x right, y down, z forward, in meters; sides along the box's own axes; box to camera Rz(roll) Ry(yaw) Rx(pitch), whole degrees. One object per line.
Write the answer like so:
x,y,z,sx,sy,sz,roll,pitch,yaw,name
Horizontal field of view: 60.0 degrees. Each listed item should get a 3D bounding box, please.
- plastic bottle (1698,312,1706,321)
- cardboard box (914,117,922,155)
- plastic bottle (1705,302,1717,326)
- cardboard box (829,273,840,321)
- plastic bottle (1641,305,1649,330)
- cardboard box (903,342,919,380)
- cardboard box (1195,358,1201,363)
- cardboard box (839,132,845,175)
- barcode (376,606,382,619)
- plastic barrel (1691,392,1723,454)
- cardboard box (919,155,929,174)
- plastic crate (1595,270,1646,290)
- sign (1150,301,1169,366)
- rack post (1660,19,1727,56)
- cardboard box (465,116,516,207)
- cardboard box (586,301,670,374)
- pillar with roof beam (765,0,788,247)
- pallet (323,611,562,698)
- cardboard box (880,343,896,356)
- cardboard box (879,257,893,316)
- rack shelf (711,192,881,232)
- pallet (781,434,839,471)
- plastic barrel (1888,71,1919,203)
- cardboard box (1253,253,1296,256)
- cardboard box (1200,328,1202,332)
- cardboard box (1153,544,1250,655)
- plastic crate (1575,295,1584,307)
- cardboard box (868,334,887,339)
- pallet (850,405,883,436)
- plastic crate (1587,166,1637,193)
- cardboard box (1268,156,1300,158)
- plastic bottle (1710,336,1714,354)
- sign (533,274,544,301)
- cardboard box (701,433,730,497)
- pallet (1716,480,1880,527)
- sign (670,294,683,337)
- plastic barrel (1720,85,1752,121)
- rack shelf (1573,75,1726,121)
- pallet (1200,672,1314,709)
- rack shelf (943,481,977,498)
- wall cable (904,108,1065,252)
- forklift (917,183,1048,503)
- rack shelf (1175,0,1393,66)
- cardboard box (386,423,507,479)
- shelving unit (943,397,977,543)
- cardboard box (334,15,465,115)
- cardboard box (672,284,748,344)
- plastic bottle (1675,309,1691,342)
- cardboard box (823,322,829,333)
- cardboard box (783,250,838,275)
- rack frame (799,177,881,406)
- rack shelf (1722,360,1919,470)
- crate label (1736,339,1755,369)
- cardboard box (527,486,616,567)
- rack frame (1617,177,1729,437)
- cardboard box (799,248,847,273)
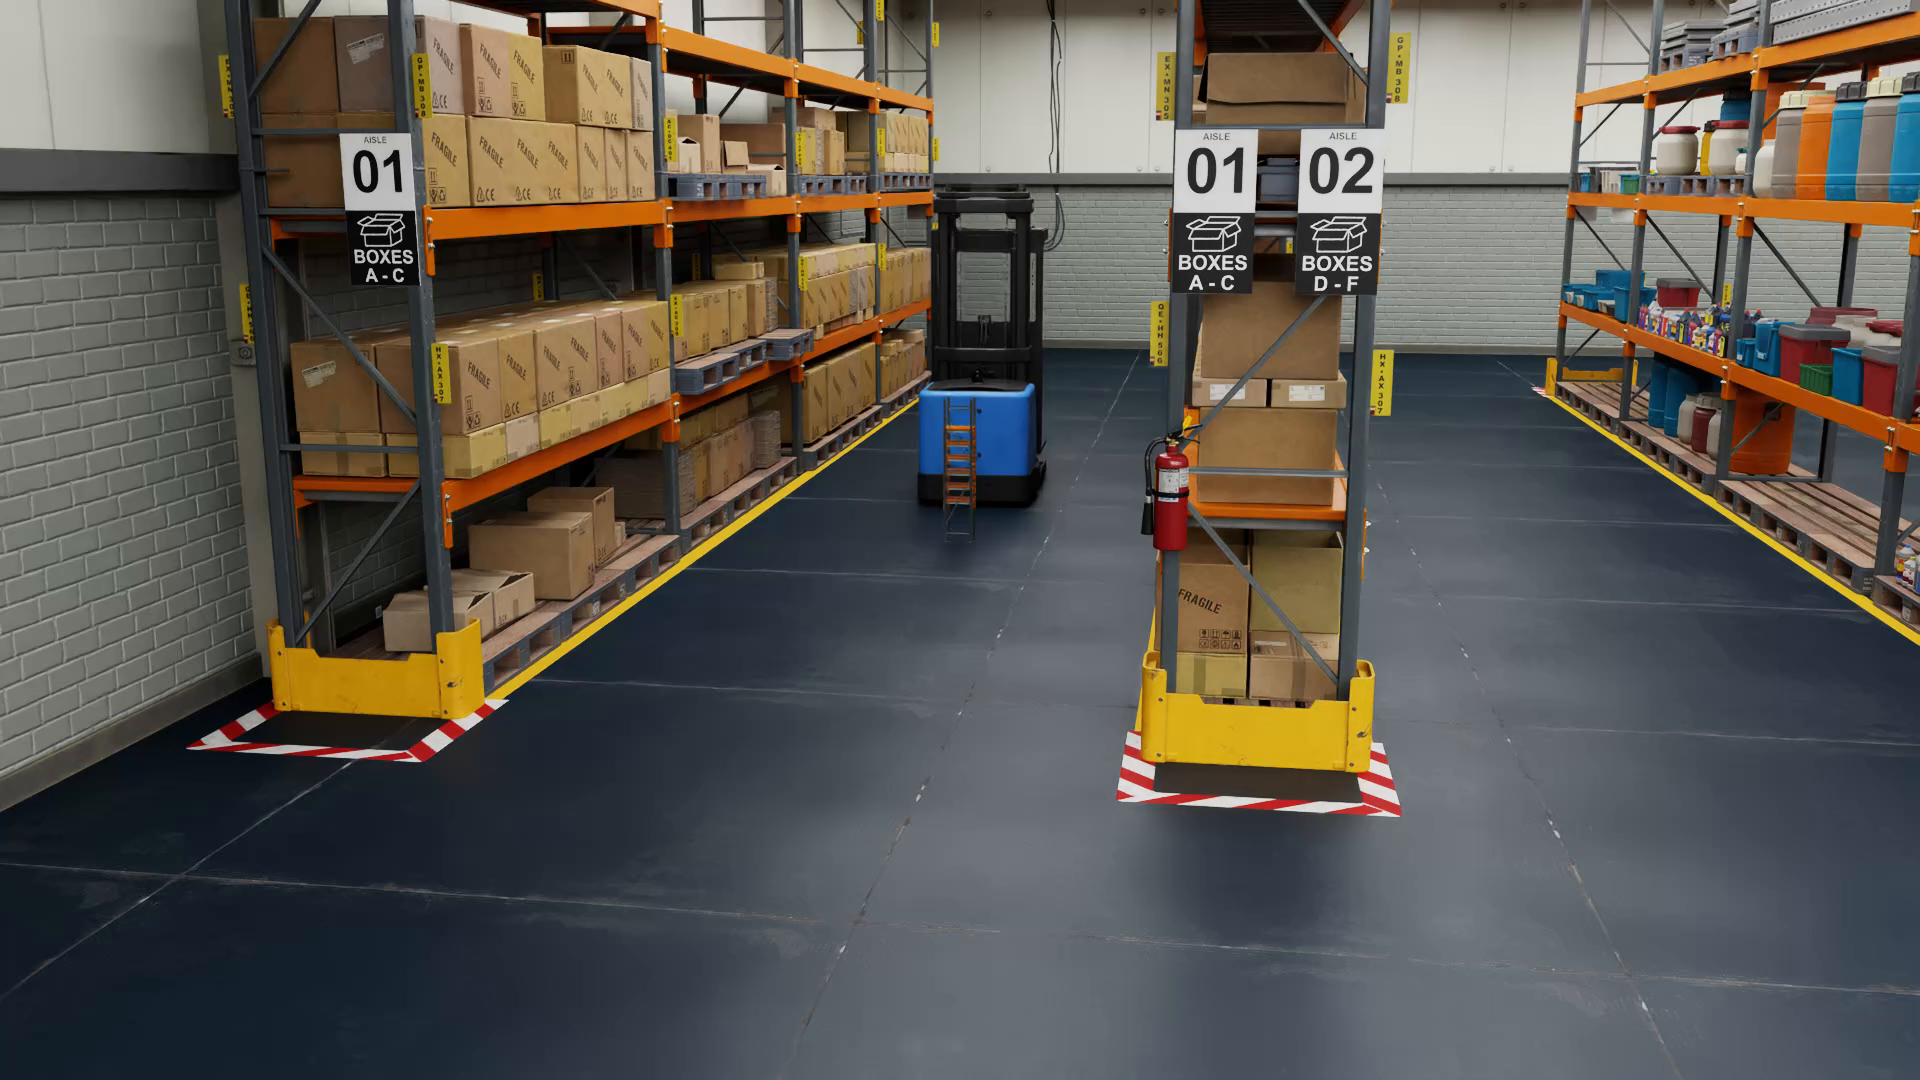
8.417,-2.485,18.874,0.097,0.201,0.097,0,12,0,plastic bottle
-0.820,-5.576,22.971,0.500,0.500,0.500,2,12,10,cardboard box
8.324,-2.453,18.371,0.144,0.351,0.185,2,12,9,plastic bottle
-1.625,-2.671,18.277,0.500,0.500,0.500,2,12,8,cardboard box
7.786,-2.527,18.875,0.061,0.283,0.133,2,12,9,plastic bottle
-0.975,-2.558,23.679,0.700,0.500,0.500,2,12,8,cardboard box
1.535,-0.949,9.500,0.380,0.149,0.250,2,12,9,cardboard box
-1.748,-4.546,19.564,0.700,0.500,0.500,1,12,6,cardboard box
-3.547,0.440,10.148,0.001,0.075,0.075,2,12,9,barcode
7.902,-1.205,17.193,0.600,0.588,0.708,2,12,9,plastic barrel
-0.740,-5.314,23.532,0.500,0.250,0.500,2,12,10,cardboard box
9.033,-3.478,22.783,0.616,0.435,0.499,2,12,9,plastic crate
1.011,-1.040,8.387,0.100,0.325,0.005,2,12,9,sign
8.124,-5.395,17.848,0.937,0.300,0.954,2,12,8,rack post
-2.934,-2.194,9.650,0.500,0.500,0.500,3,12,12,cardboard box
-2.502,-1.524,12.475,0.500,0.500,0.500,2,12,9,cardboard box
2.002,-5.962,20.298,9.100,9.000,0.400,2,12,9,pillar with roof beam
-3.178,0.682,10.326,1.003,0.211,1.213,2,12,9,pallet
-1.055,-2.513,21.932,0.380,0.149,0.250,2,12,11,cardboard box
-1.405,-3.254,21.261,0.980,0.700,0.700,2,12,10,cardboard box
-1.812,-3.693,18.599,1.077,0.370,4.000,2,12,9,rack shelf
-1.924,-0.961,17.951,1.003,0.211,1.213,2,12,9,pallet
6.918,-2.833,11.709,0.600,0.901,0.708,2,12,9,plastic barrel
2.099,-1.760,11.725,0.700,0.500,0.500,2,12,9,cardboard box
1.851,-1.380,11.501,0.380,0.149,0.250,2,12,7,cardboard box
1.334,0.314,9.168,0.500,0.500,0.500,2,12,9,cardboard box
8.301,-3.161,22.025,0.250,0.136,0.298,2,12,9,plastic crate
-1.231,-2.801,23.268,0.380,0.149,0.250,2,12,9,cardboard box
-1.549,-1.469,20.308,1.003,0.211,1.213,2,12,9,pallet
8.393,-4.634,21.401,0.504,0.338,0.767,2,12,9,plastic crate
1.901,-2.194,9.200,0.380,0.149,0.250,2,12,9,cardboard box
7.382,-1.914,16.225,0.097,0.201,0.097,0,12,0,plastic bottle
-3.284,-1.913,13.001,0.100,0.325,0.005,2,12,9,sign
-2.490,-0.691,14.967,0.700,0.500,0.500,2,12,9,cardboard box
7.512,-0.318,14.969,1.003,0.211,1.213,2,12,9,pallet
-2.197,-1.737,12.878,0.100,0.325,0.005,2,12,9,sign
8.173,-4.230,17.197,0.600,0.901,0.708,2,12,9,plastic barrel
8.592,-5.476,20.699,1.077,0.370,4.000,2,12,9,rack shelf
1.622,0.865,9.477,1.003,0.211,1.213,2,12,9,pallet
-0.002,-0.423,13.888,0.258,0.103,0.180,2,12,9,rack shelf
0.334,-6.408,29.739,3.097,2.526,0.112,2,12,9,wall cable
0.292,-2.042,16.510,1.130,2.935,3.031,1,12,7,forklift
1.853,-3.139,9.856,1.077,0.370,4.000,2,12,9,rack shelf
-2.961,-0.525,9.617,0.500,0.250,0.500,2,12,7,cardboard box
-0.002,-0.584,13.853,0.258,1.200,0.189,2,12,9,shelving unit
-3.051,-2.583,9.081,0.500,0.500,0.500,1,12,5,cardboard box
-2.352,-2.068,15.188,0.700,0.500,0.500,2,12,9,cardboard box
7.601,-2.251,17.437,0.144,0.351,0.185,2,12,9,plastic bottle
-1.670,-2.379,18.462,0.380,0.149,0.250,2,12,10,cardboard box
-1.640,-3.035,18.187,0.500,0.250,0.500,2,12,9,cardboard box
-1.504,-2.995,20.771,1.000,3.000,0.127,2,12,9,rack frame
7.362,-1.073,13.562,1.077,0.370,4.000,2,12,9,rack shelf
7.234,-1.684,15.085,0.303,0.233,0.416,2,12,9,crate label
-2.855,-0.105,12.252,0.500,0.500,0.500,1,12,4,cardboard box
8.285,-2.674,19.281,1.000,3.000,0.127,2,12,9,rack frame
-1.568,-3.142,18.681,0.500,0.250,0.500,2,12,7,cardboard box
